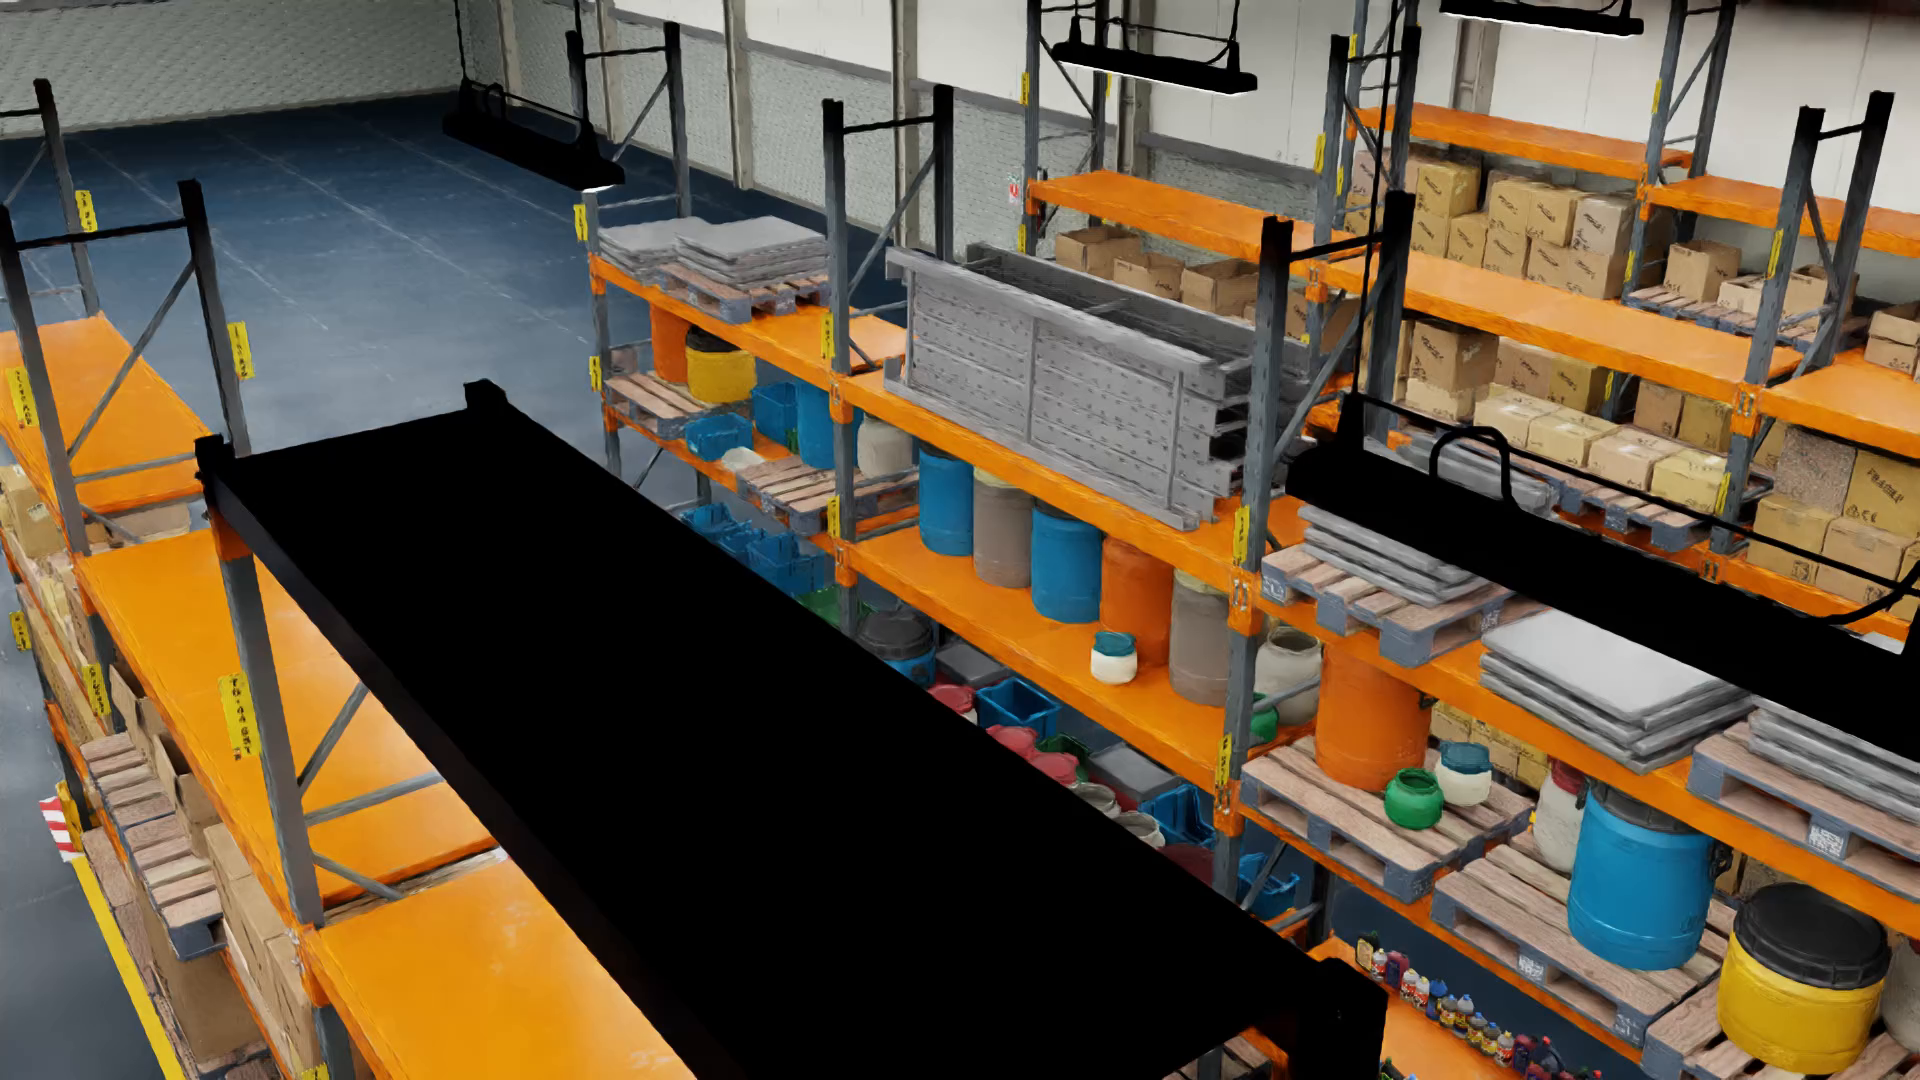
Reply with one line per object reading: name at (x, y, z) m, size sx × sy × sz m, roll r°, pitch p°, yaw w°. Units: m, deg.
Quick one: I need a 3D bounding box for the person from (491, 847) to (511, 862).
person at (-3.158, 2.587, 11.335) m, size 0.677 × 1.742 × 0.552 m, roll -17°, pitch 30°, yaw -33°
